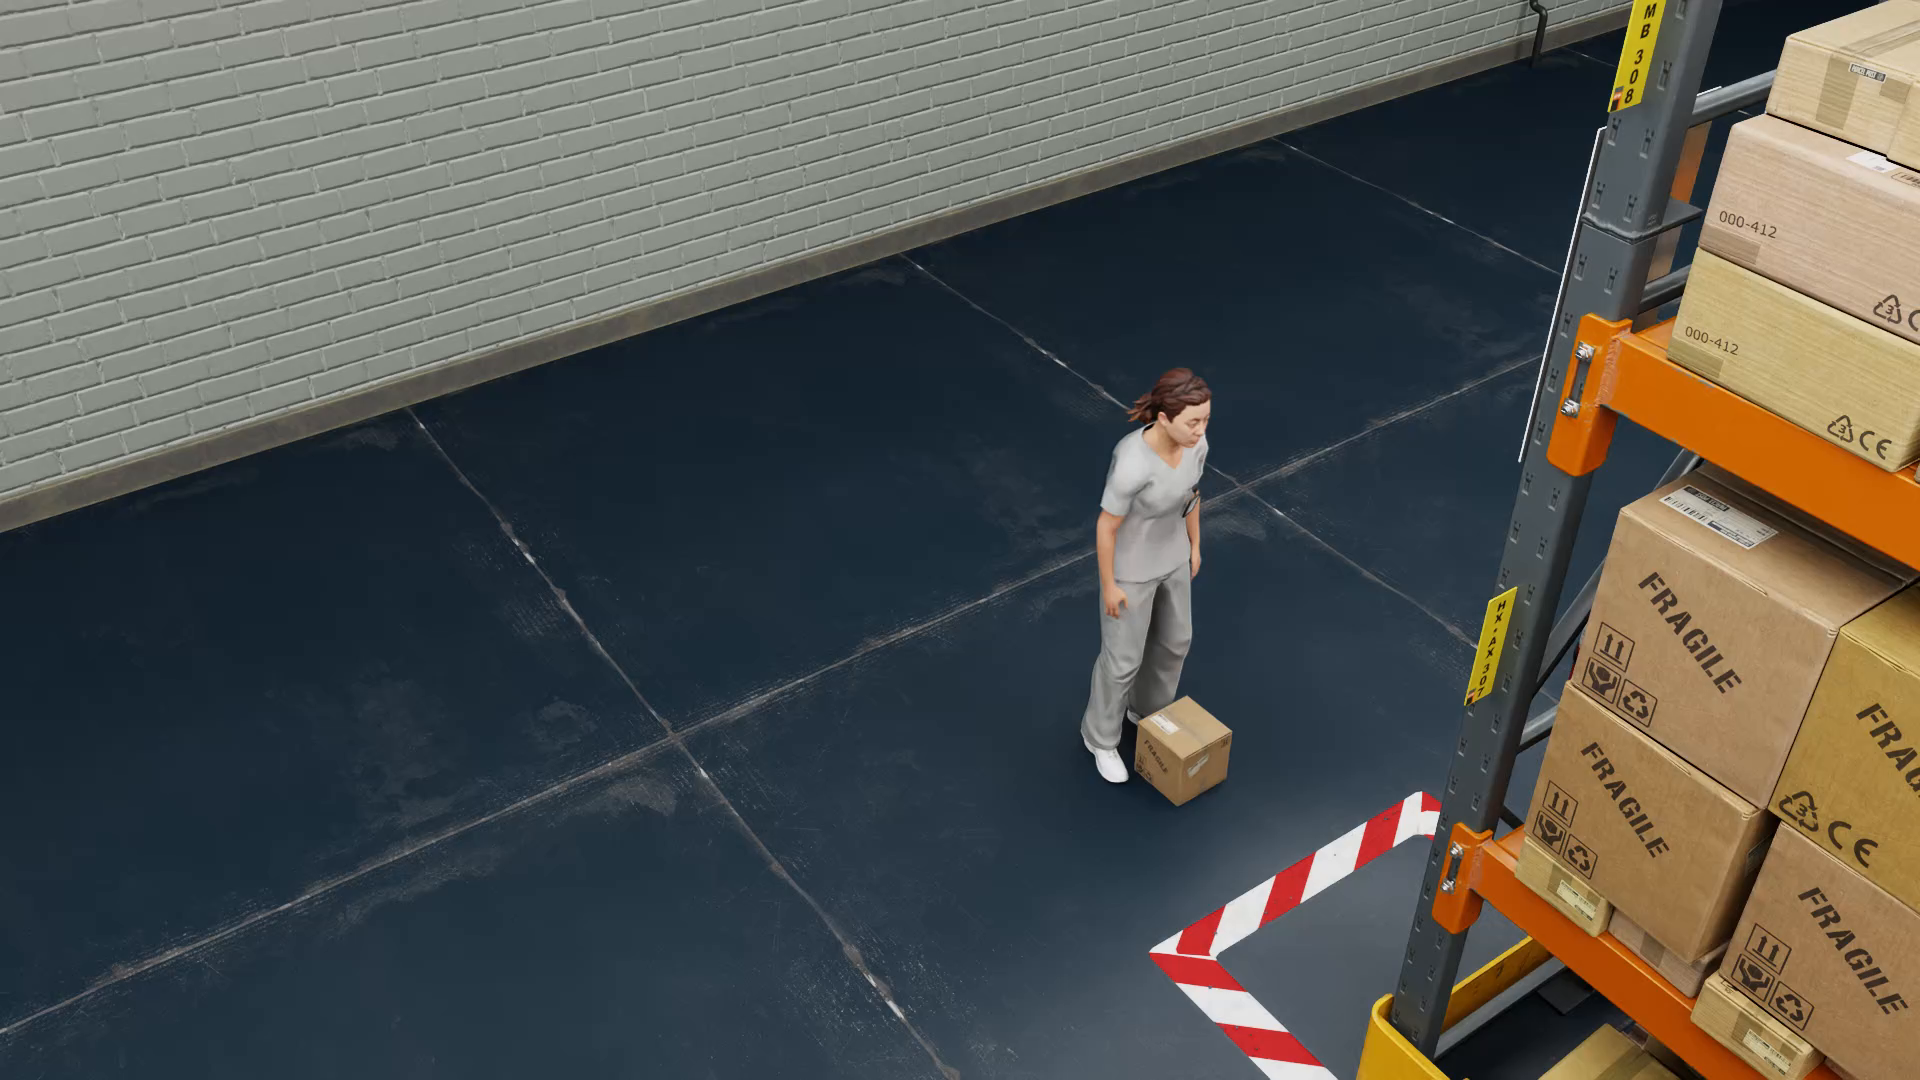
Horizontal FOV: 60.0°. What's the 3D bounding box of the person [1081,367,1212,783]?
[{"bbox_3d":[0.686,0.114,6.017,0.500,1.646,0.360,-25,43,-30],"label":"person"}]
